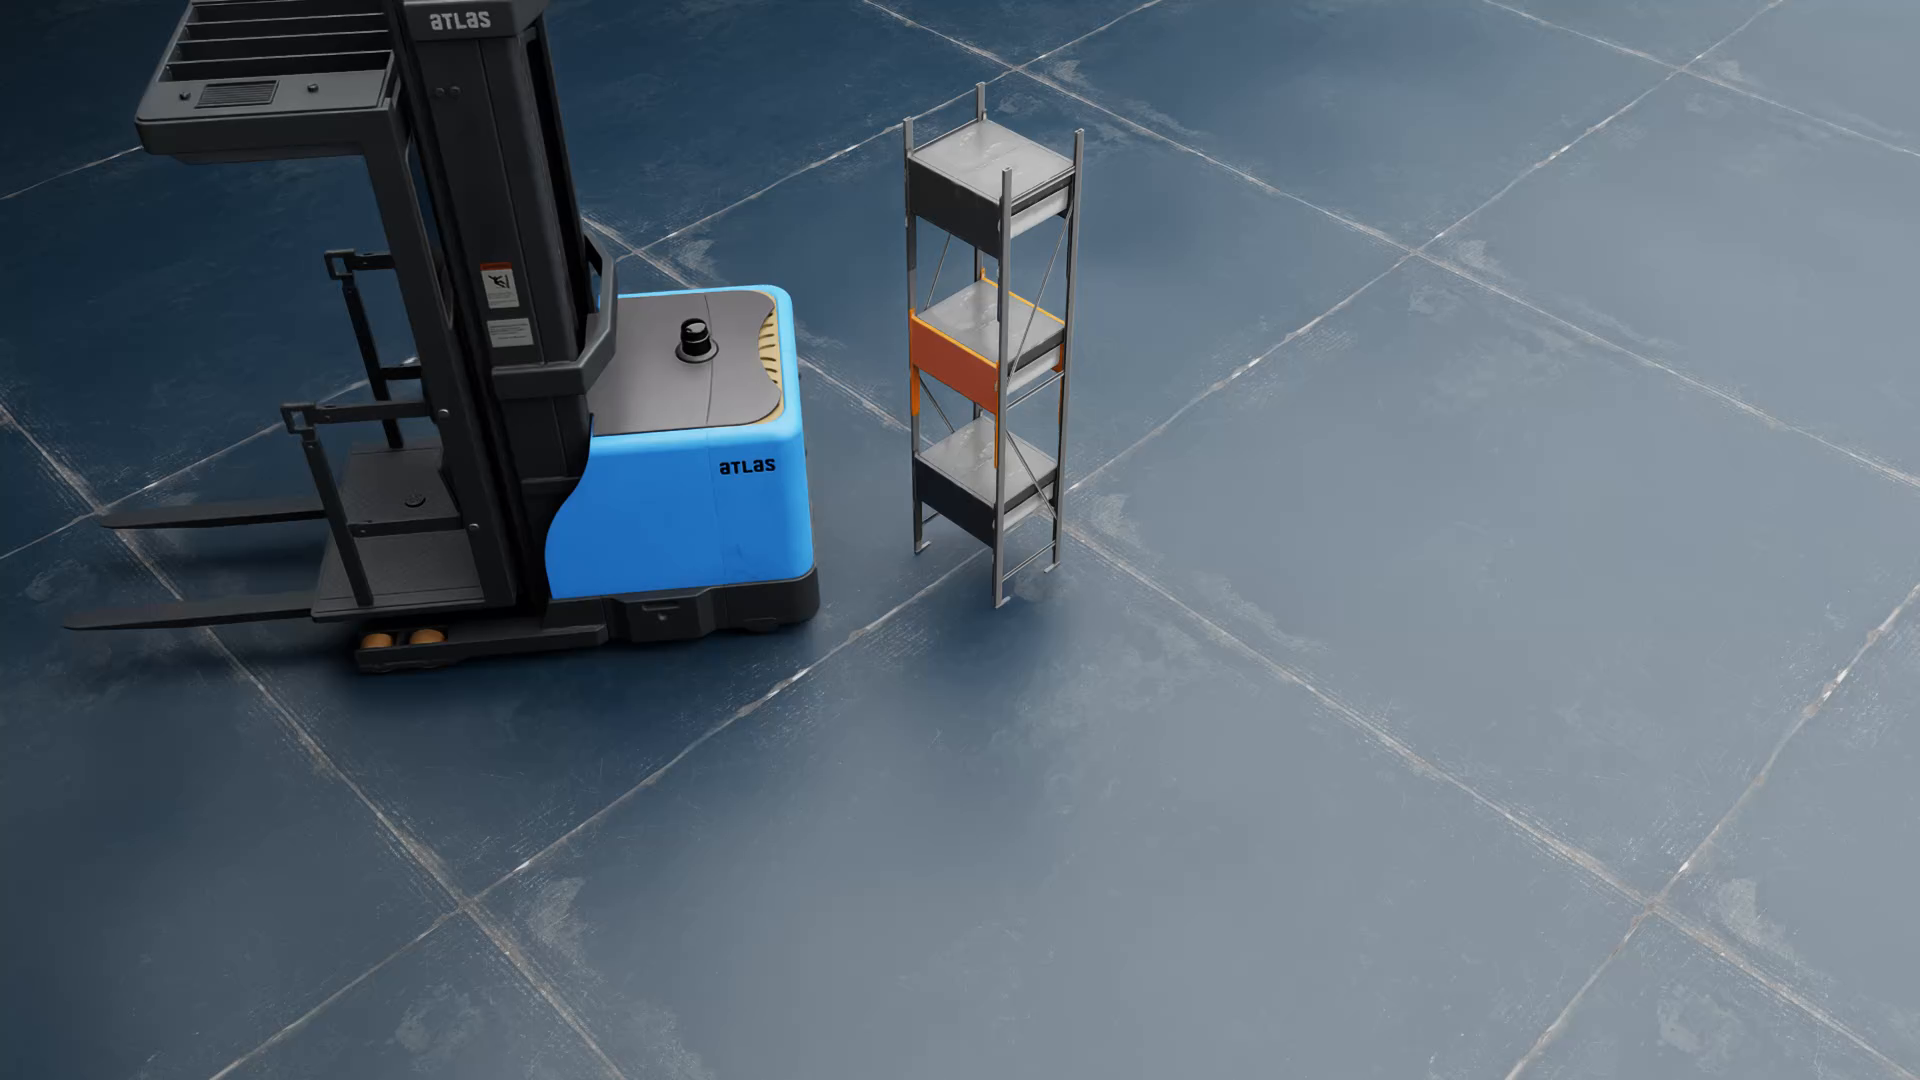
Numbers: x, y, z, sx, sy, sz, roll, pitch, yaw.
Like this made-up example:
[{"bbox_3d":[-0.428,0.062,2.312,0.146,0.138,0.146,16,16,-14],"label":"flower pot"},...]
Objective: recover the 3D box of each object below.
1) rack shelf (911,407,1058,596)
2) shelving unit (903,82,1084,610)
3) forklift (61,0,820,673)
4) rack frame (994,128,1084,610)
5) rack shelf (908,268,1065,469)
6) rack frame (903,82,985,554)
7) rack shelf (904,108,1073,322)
[{"bbox_3d":[0.117,-0.167,7.053,0.431,0.518,0.480,-34,53,-31],"label":"rack shelf"},{"bbox_3d":[0.117,-0.692,6.569,0.431,2.100,0.503,-34,53,-31],"label":"shelving unit"},{"bbox_3d":[-2.143,-0.917,6.200,3.031,2.935,1.130,-5,43,-5],"label":"forklift"},{"bbox_3d":[0.289,-0.574,6.442,0.400,2.100,0.015,-34,53,-31],"label":"rack frame"},{"bbox_3d":[0.117,-0.682,6.578,0.431,0.518,0.480,-34,53,-31],"label":"rack shelf"},{"bbox_3d":[-0.055,-0.809,6.696,0.400,2.100,0.015,-34,53,-31],"label":"rack frame"},{"bbox_3d":[0.117,-1.196,6.103,0.431,0.518,0.480,-34,53,-31],"label":"rack shelf"}]
